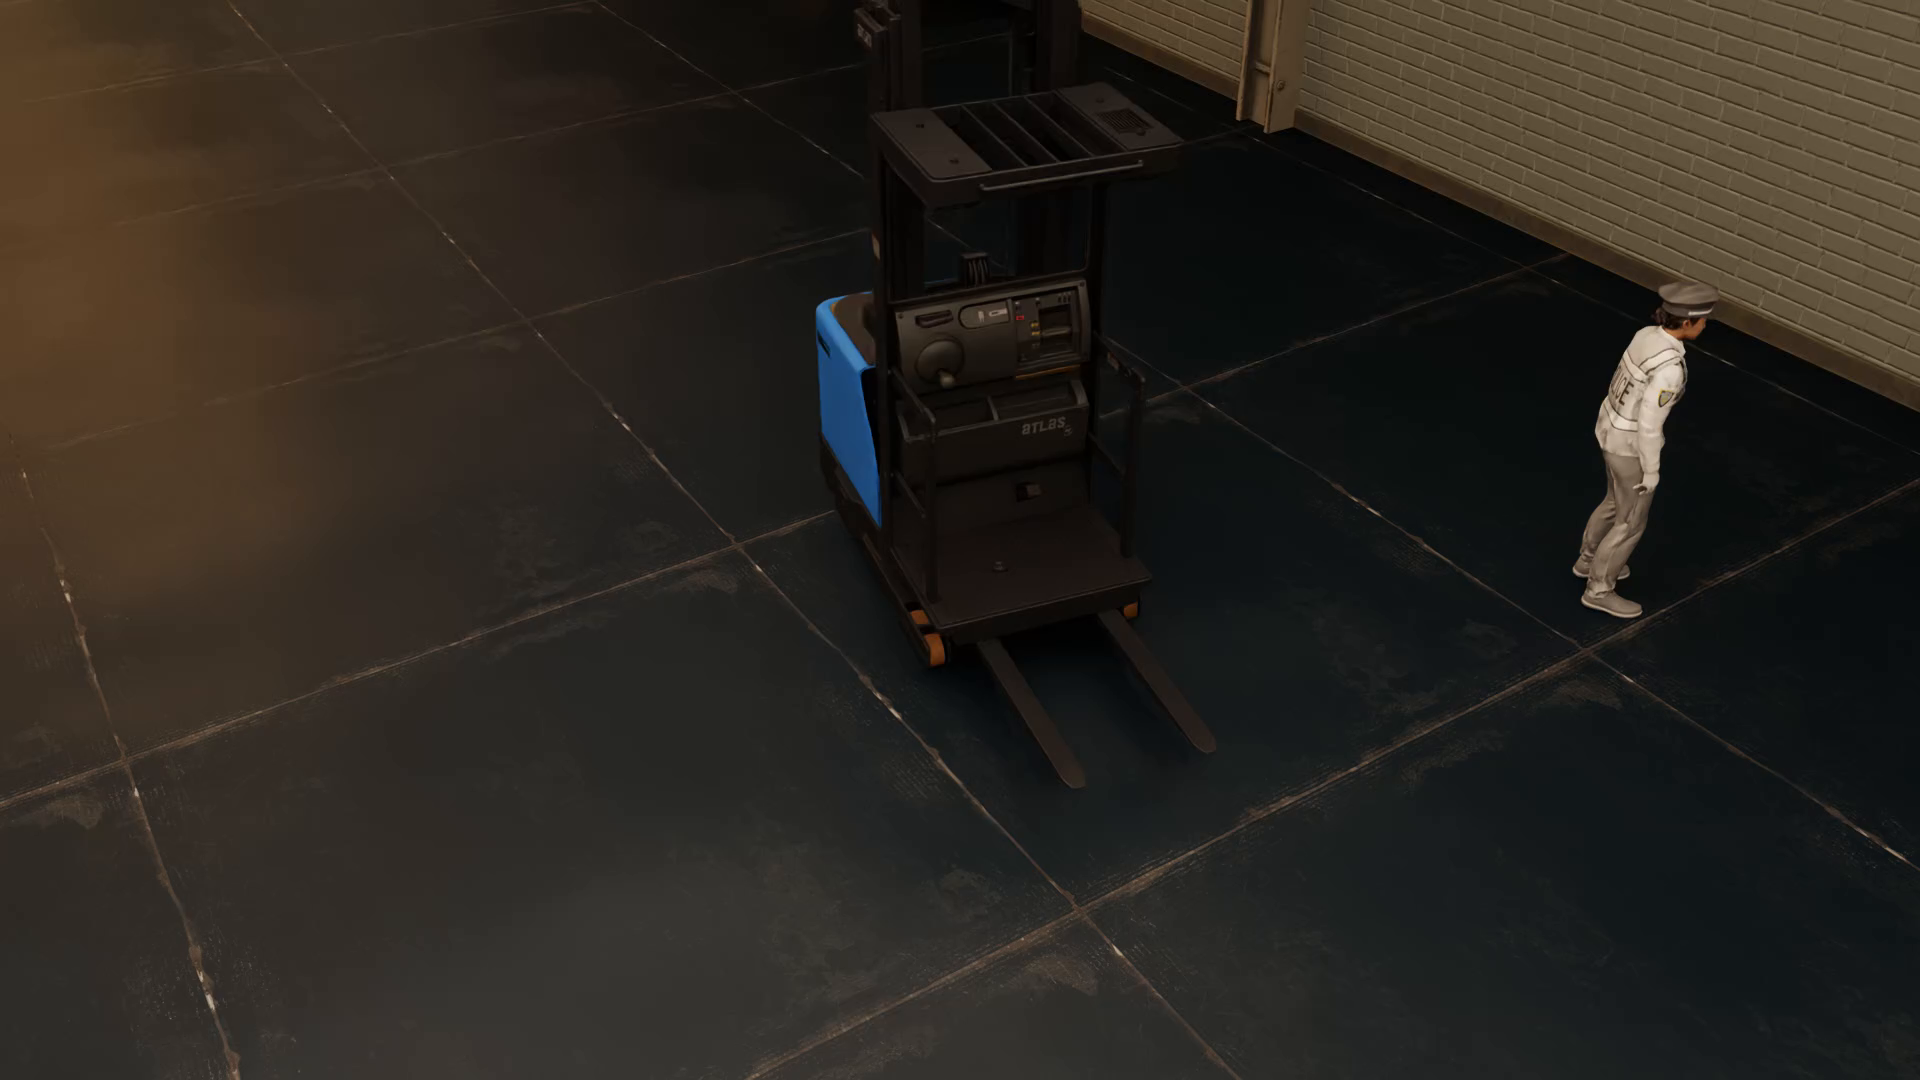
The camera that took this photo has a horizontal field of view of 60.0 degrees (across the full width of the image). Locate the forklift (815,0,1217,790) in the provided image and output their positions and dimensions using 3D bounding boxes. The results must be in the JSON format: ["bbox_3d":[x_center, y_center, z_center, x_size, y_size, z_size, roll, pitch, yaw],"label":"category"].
[{"bbox_3d":[0.236,-0.871,7.387,1.130,2.935,3.031,-12,37,-17],"label":"forklift"}]

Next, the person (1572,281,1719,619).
[{"bbox_3d":[3.207,-0.442,7.883,0.374,1.662,0.529,4,35,6],"label":"person"}]
